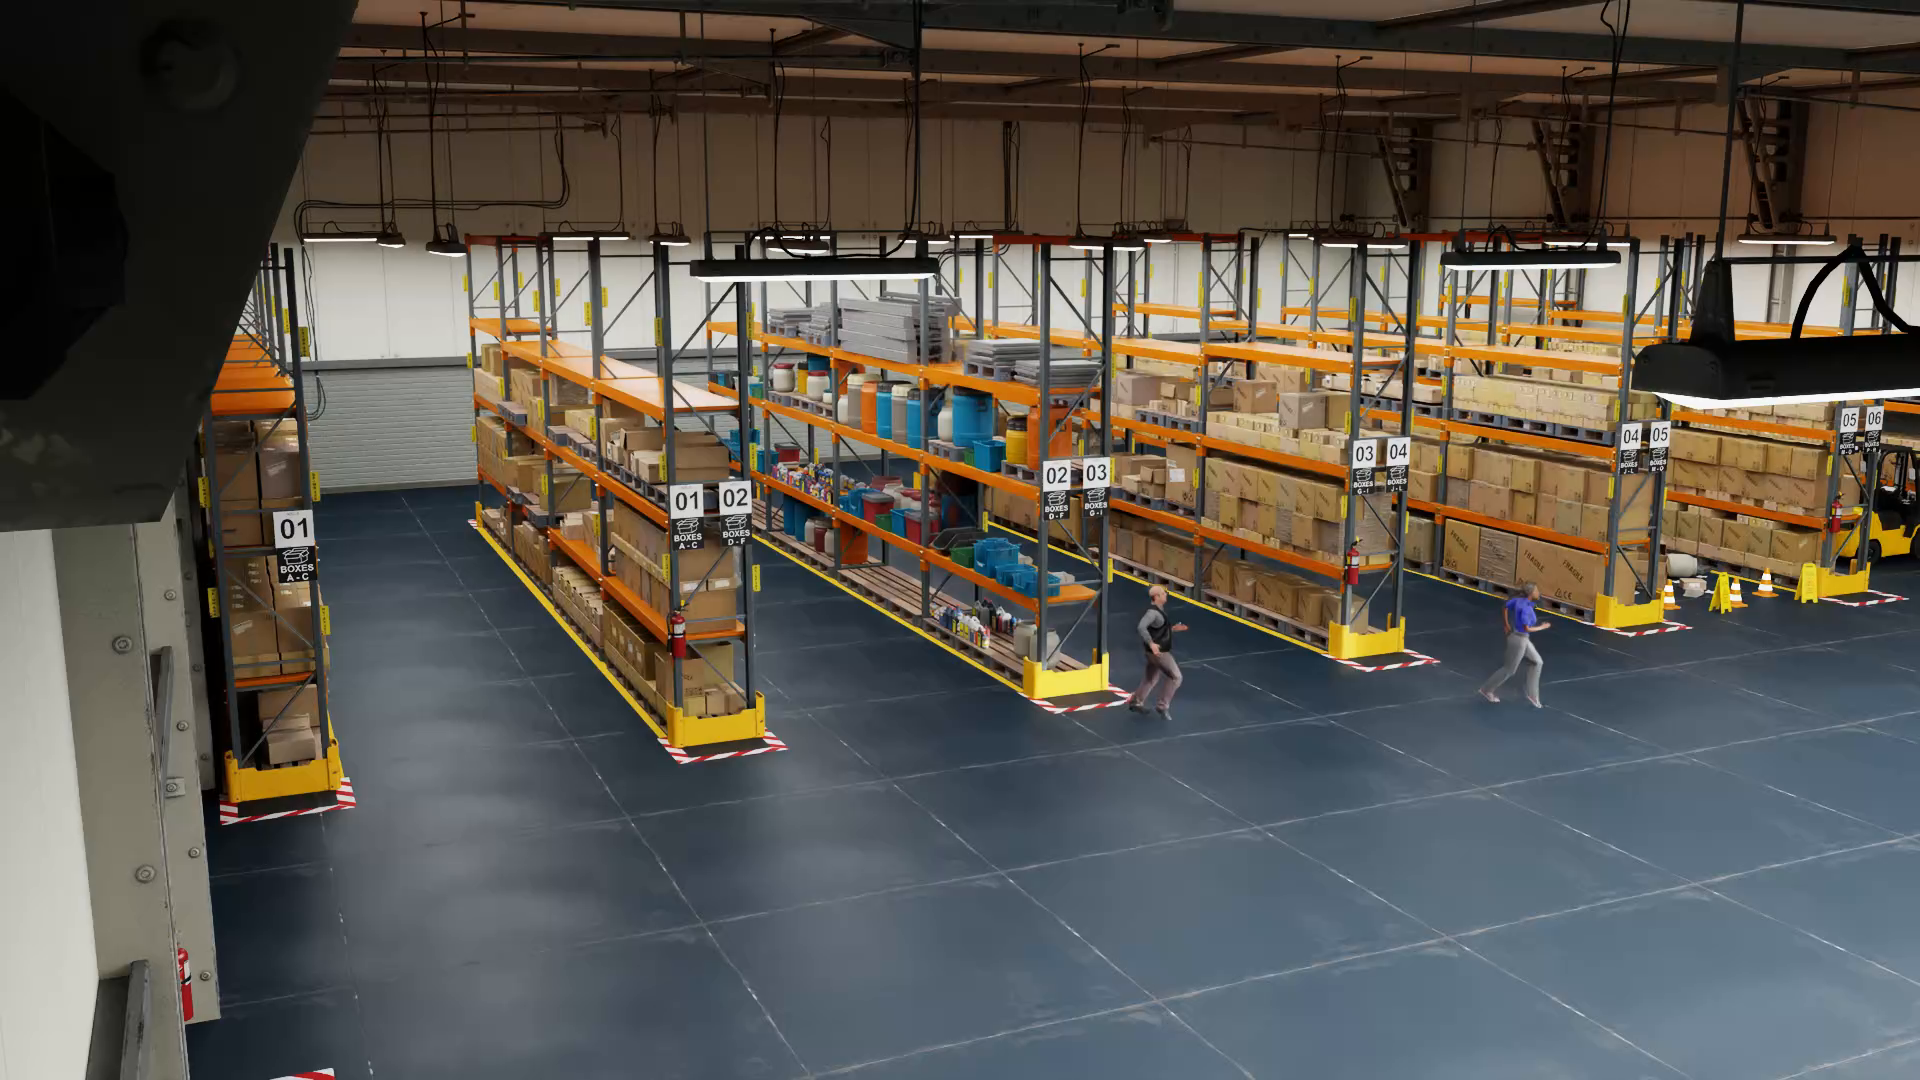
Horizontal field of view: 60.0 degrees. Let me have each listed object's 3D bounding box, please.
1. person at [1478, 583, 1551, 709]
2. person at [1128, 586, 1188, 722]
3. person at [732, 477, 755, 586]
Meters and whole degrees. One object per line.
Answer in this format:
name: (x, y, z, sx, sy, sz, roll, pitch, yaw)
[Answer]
person: (7.255, 1.387, 21.743, 0.845, 1.684, 0.599, 3, 11, 13)
person: (2.524, 1.450, 21.174, 0.732, 1.764, 0.628, 0, 11, 1)
person: (-3.744, -0.160, 27.899, 0.655, 1.820, 0.843, -5, 12, -23)
